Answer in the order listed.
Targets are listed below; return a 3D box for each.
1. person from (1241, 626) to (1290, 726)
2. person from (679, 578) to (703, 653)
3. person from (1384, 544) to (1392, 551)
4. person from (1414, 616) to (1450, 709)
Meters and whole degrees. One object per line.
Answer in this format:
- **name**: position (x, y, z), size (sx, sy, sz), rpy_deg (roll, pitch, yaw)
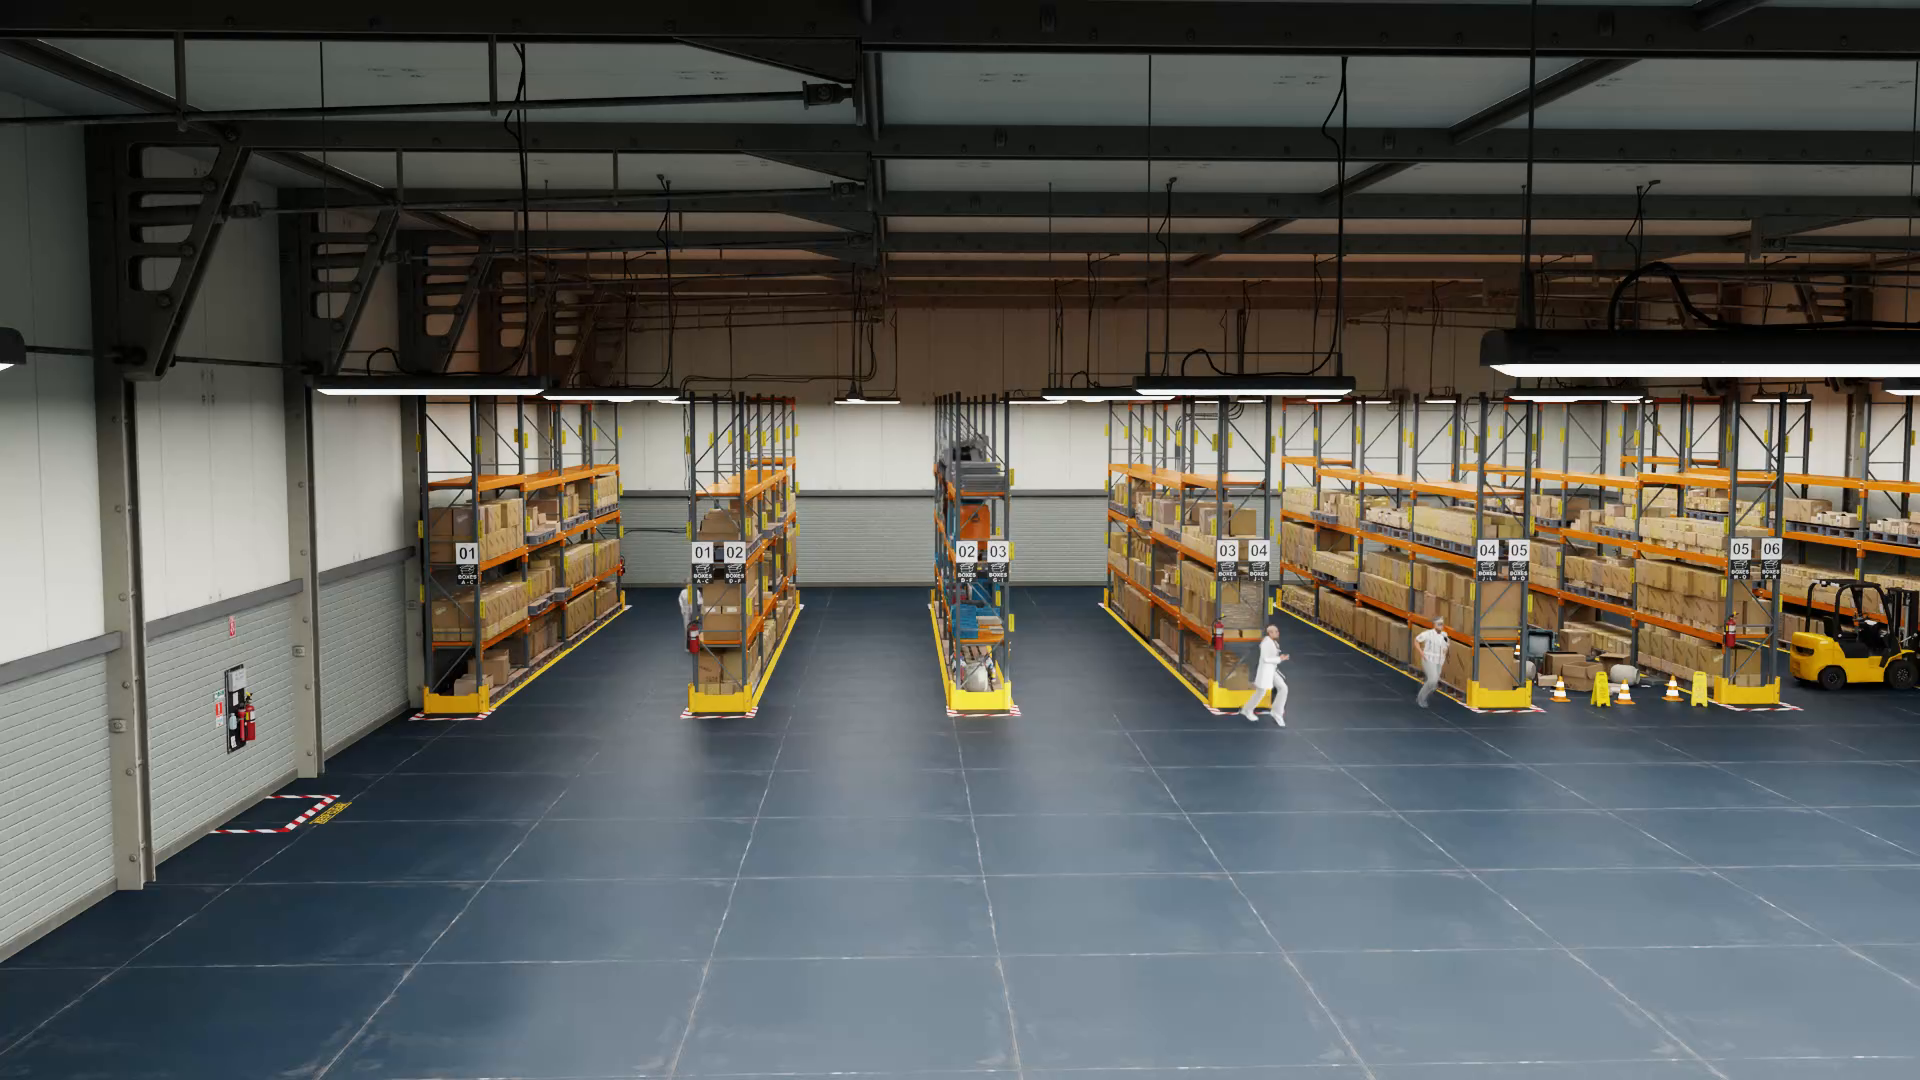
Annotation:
- **person**: position (5.515, 2.443, 30.022), size (0.932, 1.824, 0.746), rpy_deg (3, 5, 31)
- **person**: position (-6.318, 1.752, 39.077), size (0.592, 1.724, 0.857), rpy_deg (0, 5, -5)
- **person**: position (12.724, 0.956, 49.301), size (0.791, 1.654, 0.591), rpy_deg (1, 5, 8)
- **person**: position (9.020, 2.324, 31.651), size (0.643, 1.765, 0.651), rpy_deg (-2, 5, -23)
